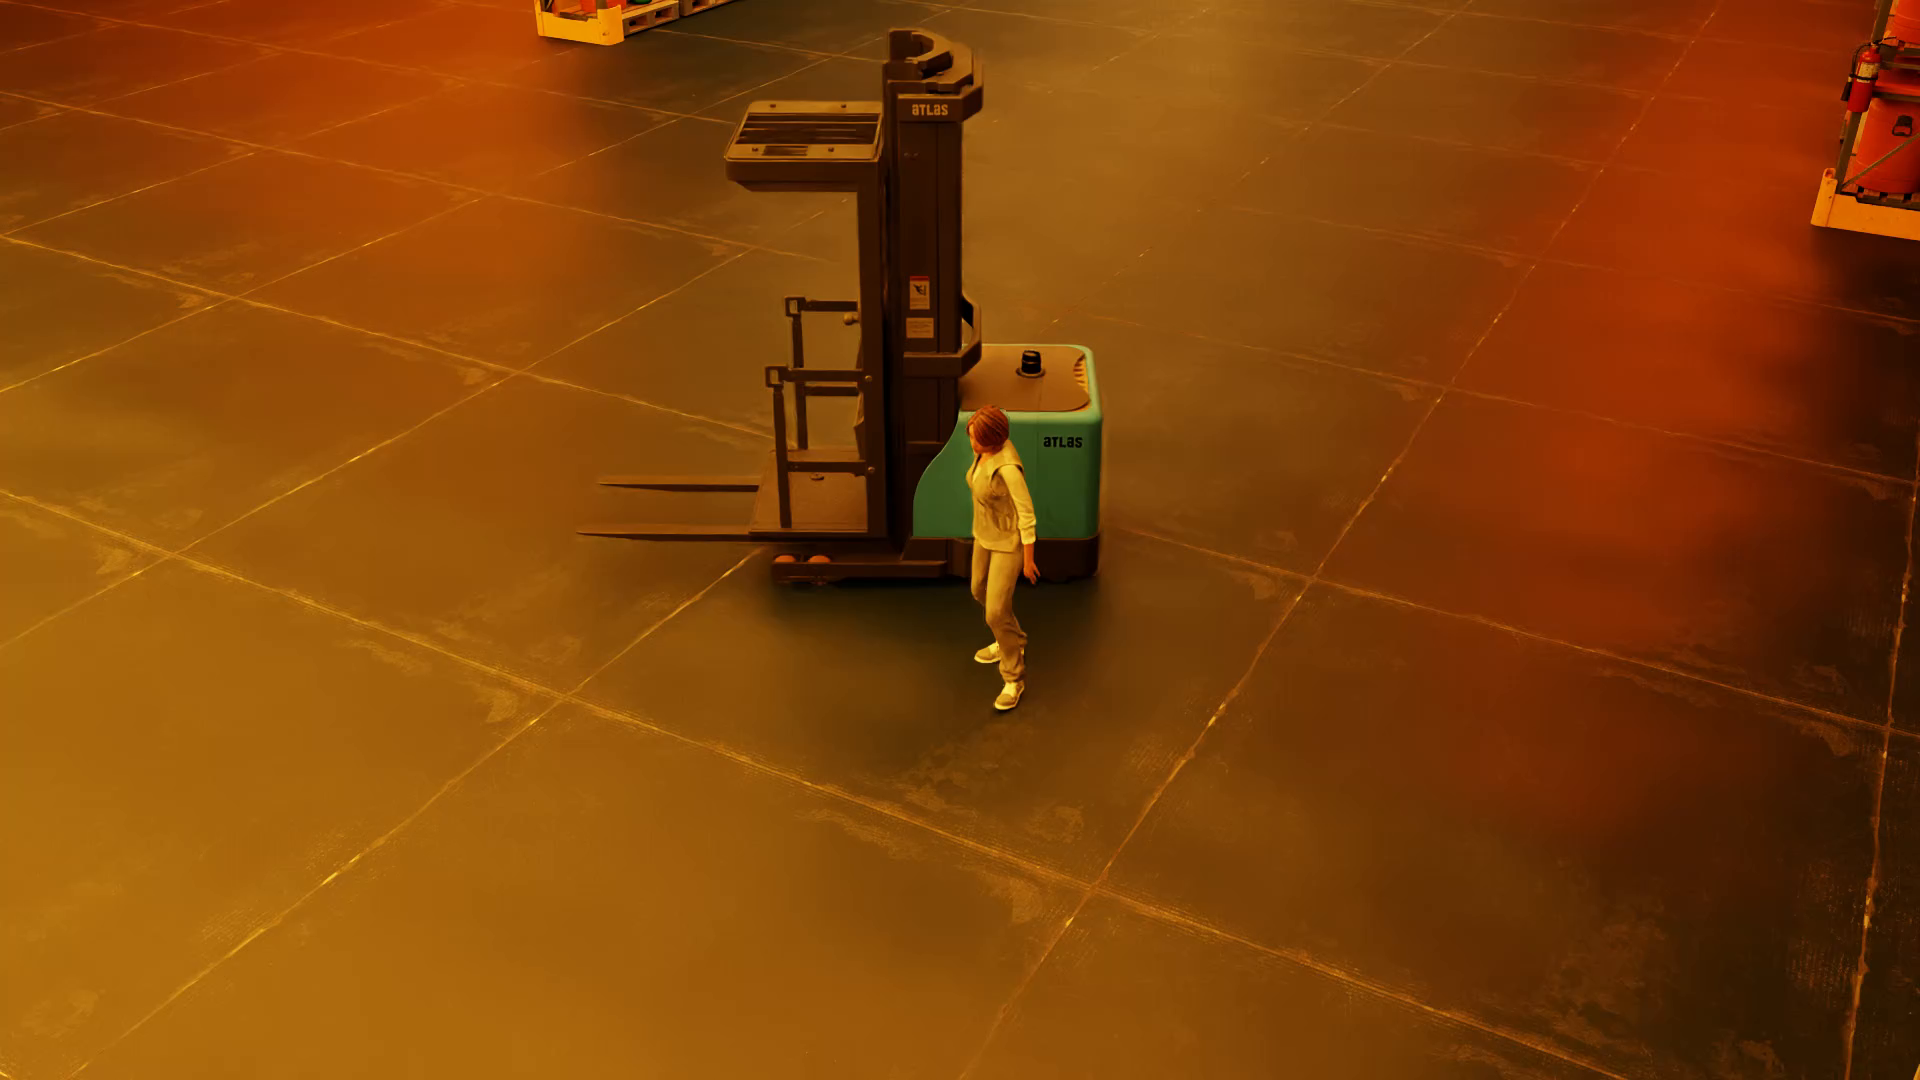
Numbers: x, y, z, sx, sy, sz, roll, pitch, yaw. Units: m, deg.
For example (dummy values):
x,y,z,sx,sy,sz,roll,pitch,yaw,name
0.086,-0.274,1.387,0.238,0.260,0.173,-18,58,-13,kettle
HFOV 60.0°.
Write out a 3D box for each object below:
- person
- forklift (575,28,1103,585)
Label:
x,y,z,sx,sy,sz,roll,pitch,yaw,name
0.210,0.023,8.412,0.390,1.569,0.727,-11,32,-18,person
-0.710,-1.276,9.281,3.031,2.935,1.130,0,30,1,forklift
